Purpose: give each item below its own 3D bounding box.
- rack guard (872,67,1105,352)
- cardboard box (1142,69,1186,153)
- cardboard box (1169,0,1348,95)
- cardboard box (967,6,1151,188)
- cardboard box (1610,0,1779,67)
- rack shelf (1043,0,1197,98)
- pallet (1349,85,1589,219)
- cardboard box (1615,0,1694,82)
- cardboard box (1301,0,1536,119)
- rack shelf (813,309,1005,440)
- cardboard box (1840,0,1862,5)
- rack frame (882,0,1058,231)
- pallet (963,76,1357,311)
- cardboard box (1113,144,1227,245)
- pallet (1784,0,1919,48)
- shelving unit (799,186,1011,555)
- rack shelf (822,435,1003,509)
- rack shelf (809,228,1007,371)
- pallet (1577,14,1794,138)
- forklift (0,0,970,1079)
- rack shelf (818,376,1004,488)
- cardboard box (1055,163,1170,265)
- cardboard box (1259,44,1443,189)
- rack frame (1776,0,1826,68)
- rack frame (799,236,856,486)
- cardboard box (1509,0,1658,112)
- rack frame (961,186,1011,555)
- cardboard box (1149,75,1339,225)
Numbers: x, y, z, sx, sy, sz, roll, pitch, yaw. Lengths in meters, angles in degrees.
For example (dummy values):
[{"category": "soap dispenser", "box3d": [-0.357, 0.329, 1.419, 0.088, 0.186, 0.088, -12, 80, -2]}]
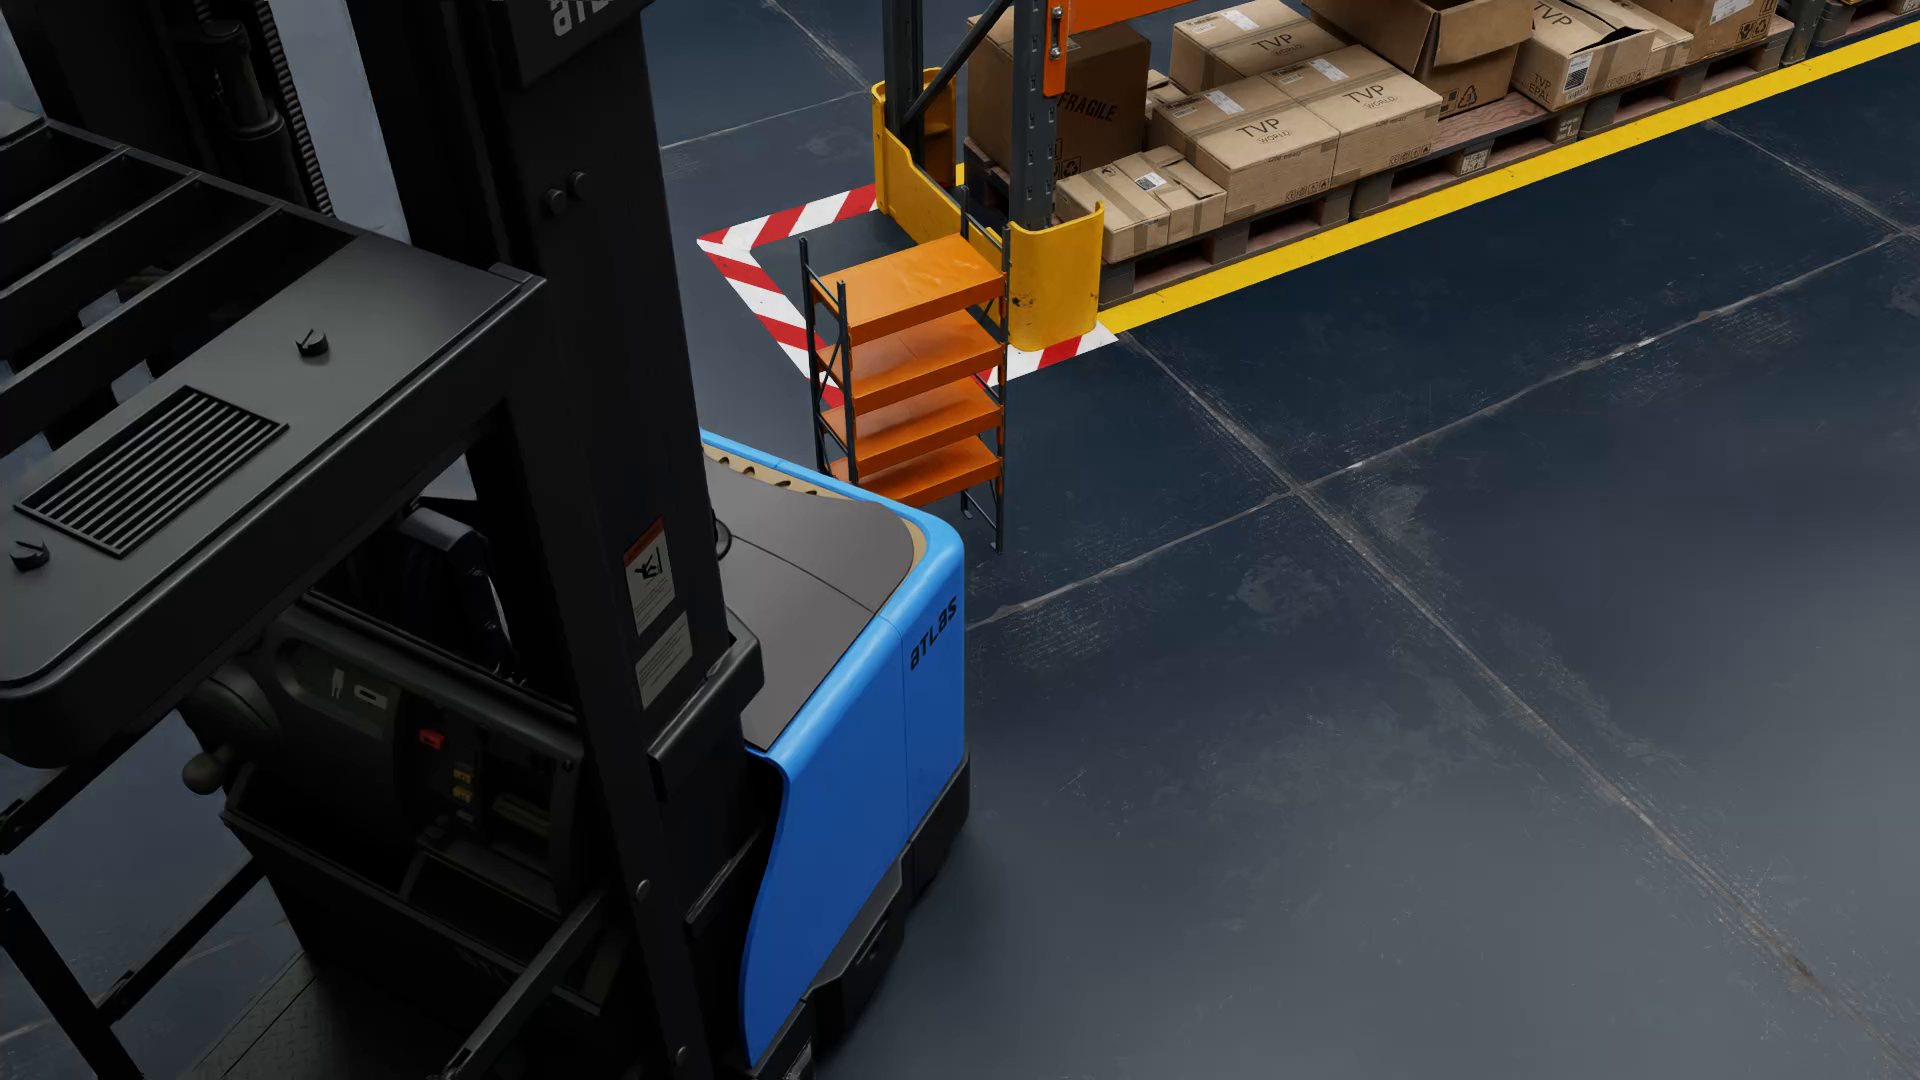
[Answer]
[{"category": "rack guard", "box3d": [0.082, -1.247, 6.176, 0.348, 0.500, 1.175, -22, 48, -21]}, {"category": "cardboard box", "box3d": [0.761, -1.682, 6.548, 0.250, 0.166, 0.380, -22, 48, -21]}, {"category": "cardboard box", "box3d": [1.203, -1.937, 6.751, 0.500, 0.250, 0.500, -22, 48, -21]}, {"category": "cardboard box", "box3d": [0.365, -1.716, 6.343, 0.500, 0.500, 0.500, -22, 48, -21]}, {"category": "cardboard box", "box3d": [3.132, -2.397, 7.045, 0.500, 0.500, 0.500, -22, 48, -21]}, {"category": "rack shelf", "box3d": [1.750, -2.553, 6.243, 4.000, 0.370, 1.077, -22, 48, -21]}, {"category": "pallet", "box3d": [1.829, -1.841, 6.995, 1.213, 0.211, 1.003, -22, 48, -21]}, {"category": "cardboard box", "box3d": [2.836, -2.105, 6.996, 0.250, 0.149, 0.380, -22, 48, -21]}, {"category": "cardboard box", "box3d": [1.858, -2.112, 6.749, 0.637, 0.503, 0.797, -22, 48, -21]}, {"category": "rack shelf", "box3d": [-0.144, -0.485, 4.664, 0.480, 0.148, 0.258, -22, 48, -21]}, {"category": "cardboard box", "box3d": [4.025, -2.787, 7.447, 0.500, 0.500, 0.500, -24, 49, -23]}, {"category": "rack frame", "box3d": [0.016, -2.117, 5.278, 0.127, 3.000, 1.000, -22, 48, -21]}, {"category": "pallet", "box3d": [0.773, -1.420, 6.562, 1.213, 0.211, 1.003, -22, 48, -21]}, {"category": "cardboard box", "box3d": [0.767, -1.283, 6.137, 0.250, 0.166, 0.380, -22, 48, -21]}, {"category": "pallet", "box3d": [4.171, -2.809, 7.993, 1.213, 0.211, 1.003, -22, 48, -21]}, {"category": "shelving unit", "box3d": [-0.144, -0.373, 4.773, 0.503, 1.200, 0.258, -22, 48, -21]}, {"category": "rack shelf", "box3d": [-0.144, -0.182, 4.958, 0.480, 0.148, 0.258, -22, 48, -21]}, {"category": "rack shelf", "box3d": [-0.144, -0.655, 4.499, 0.480, 0.148, 0.258, -22, 48, -21]}, {"category": "pallet", "box3d": [2.888, -2.267, 7.434, 1.213, 0.211, 1.003, -22, 48, -21]}, {"category": "forklift", "box3d": [-1.118, 0.431, 2.701, 1.130, 2.935, 3.031, 21, 48, 20]}, {"category": "rack shelf", "box3d": [-0.144, -0.325, 4.820, 0.480, 0.148, 0.258, -22, 48, -21]}, {"category": "cardboard box", "box3d": [0.550, -1.190, 6.053, 0.250, 0.149, 0.380, -22, 48, -21]}, {"category": "cardboard box", "box3d": [1.496, -1.653, 6.458, 0.500, 0.250, 0.500, -22, 48, -21]}, {"category": "rack frame", "box3d": [3.484, -3.505, 6.708, 0.127, 3.000, 1.000, -22, 48, -21]}, {"category": "rack frame", "box3d": [-0.355, -0.288, 4.686, 0.015, 1.200, 0.240, -22, 48, -21]}, {"category": "cardboard box", "box3d": [2.481, -2.069, 6.843, 0.500, 0.311, 0.500, -22, 48, -21]}, {"category": "rack frame", "box3d": [0.068, -0.458, 4.860, 0.015, 1.200, 0.240, -22, 48, -21]}, {"category": "cardboard box", "box3d": [1.062, -1.479, 6.279, 0.500, 0.250, 0.500, -22, 48, -21]}]
